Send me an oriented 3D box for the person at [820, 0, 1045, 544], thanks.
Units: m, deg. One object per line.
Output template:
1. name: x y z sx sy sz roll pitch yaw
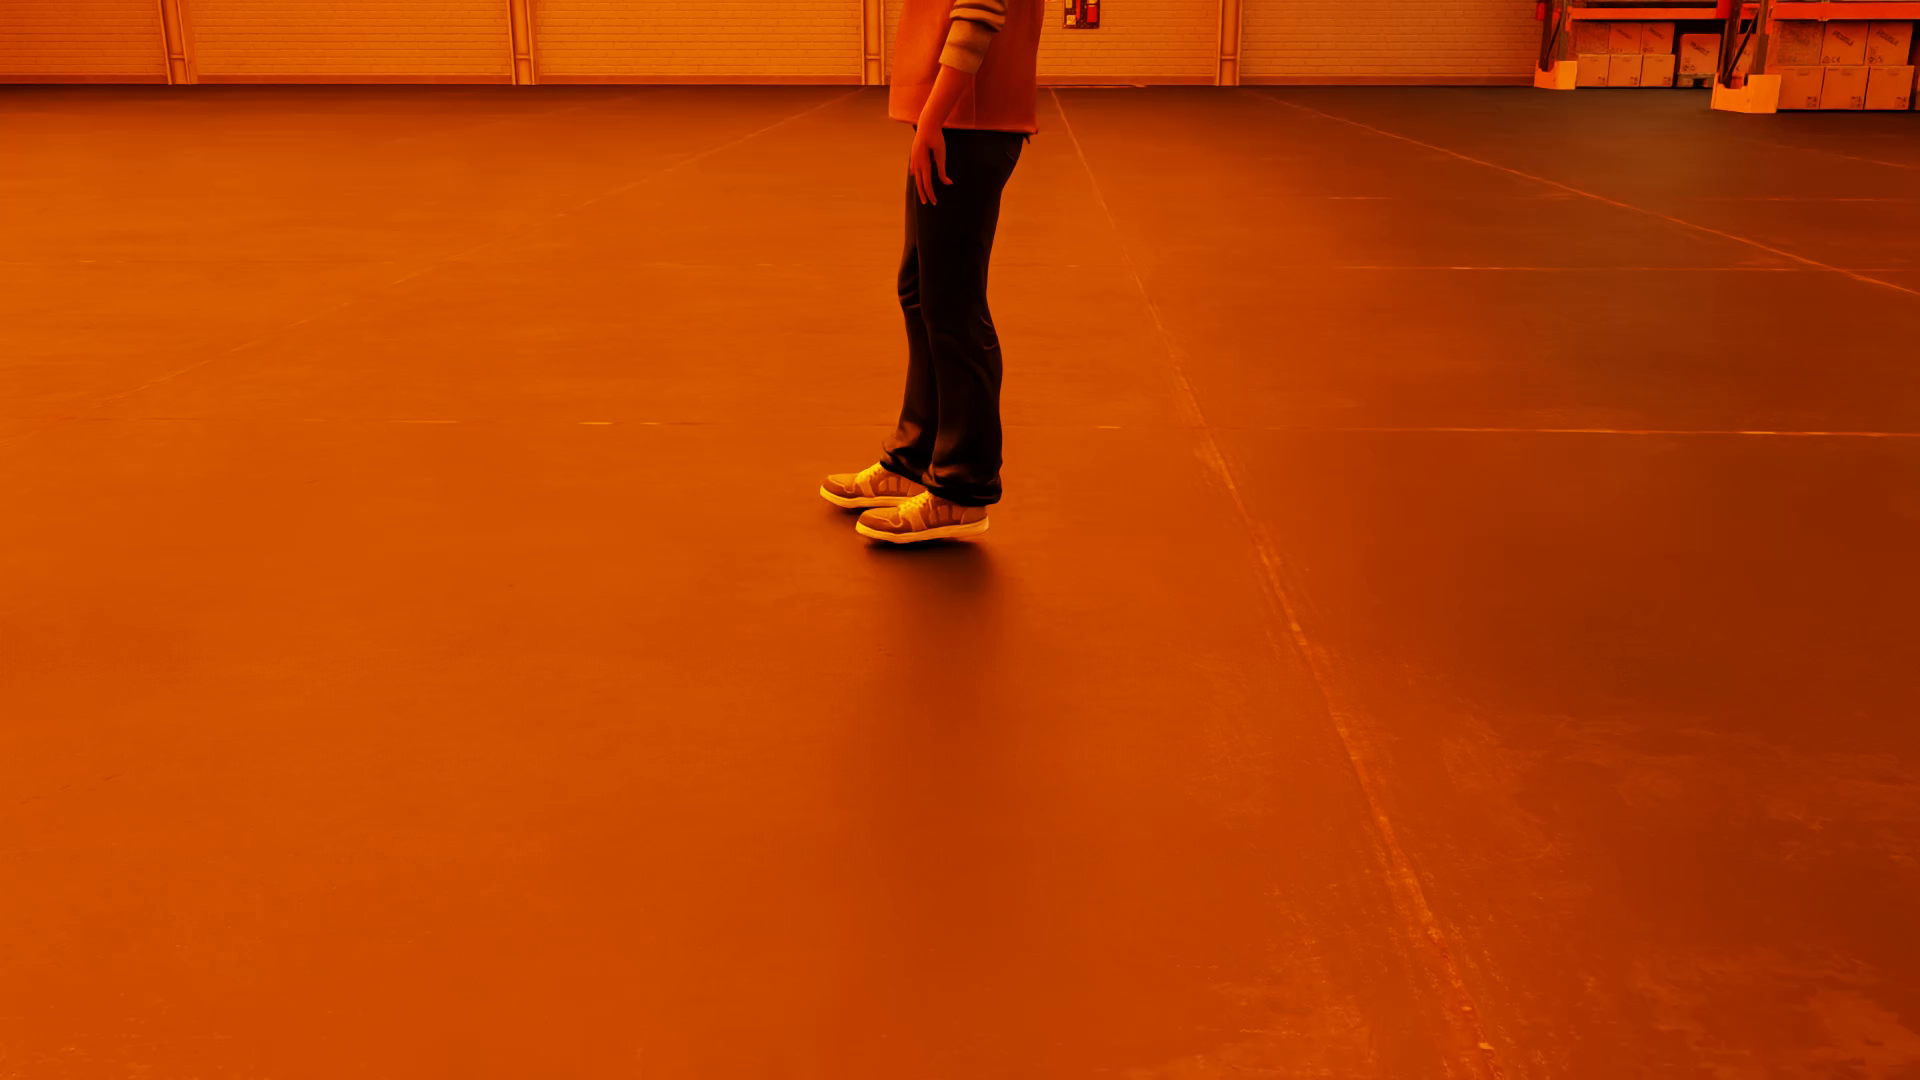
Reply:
1. person: -0.074 -0.775 3.148 0.473 1.599 0.520 1 17 2
